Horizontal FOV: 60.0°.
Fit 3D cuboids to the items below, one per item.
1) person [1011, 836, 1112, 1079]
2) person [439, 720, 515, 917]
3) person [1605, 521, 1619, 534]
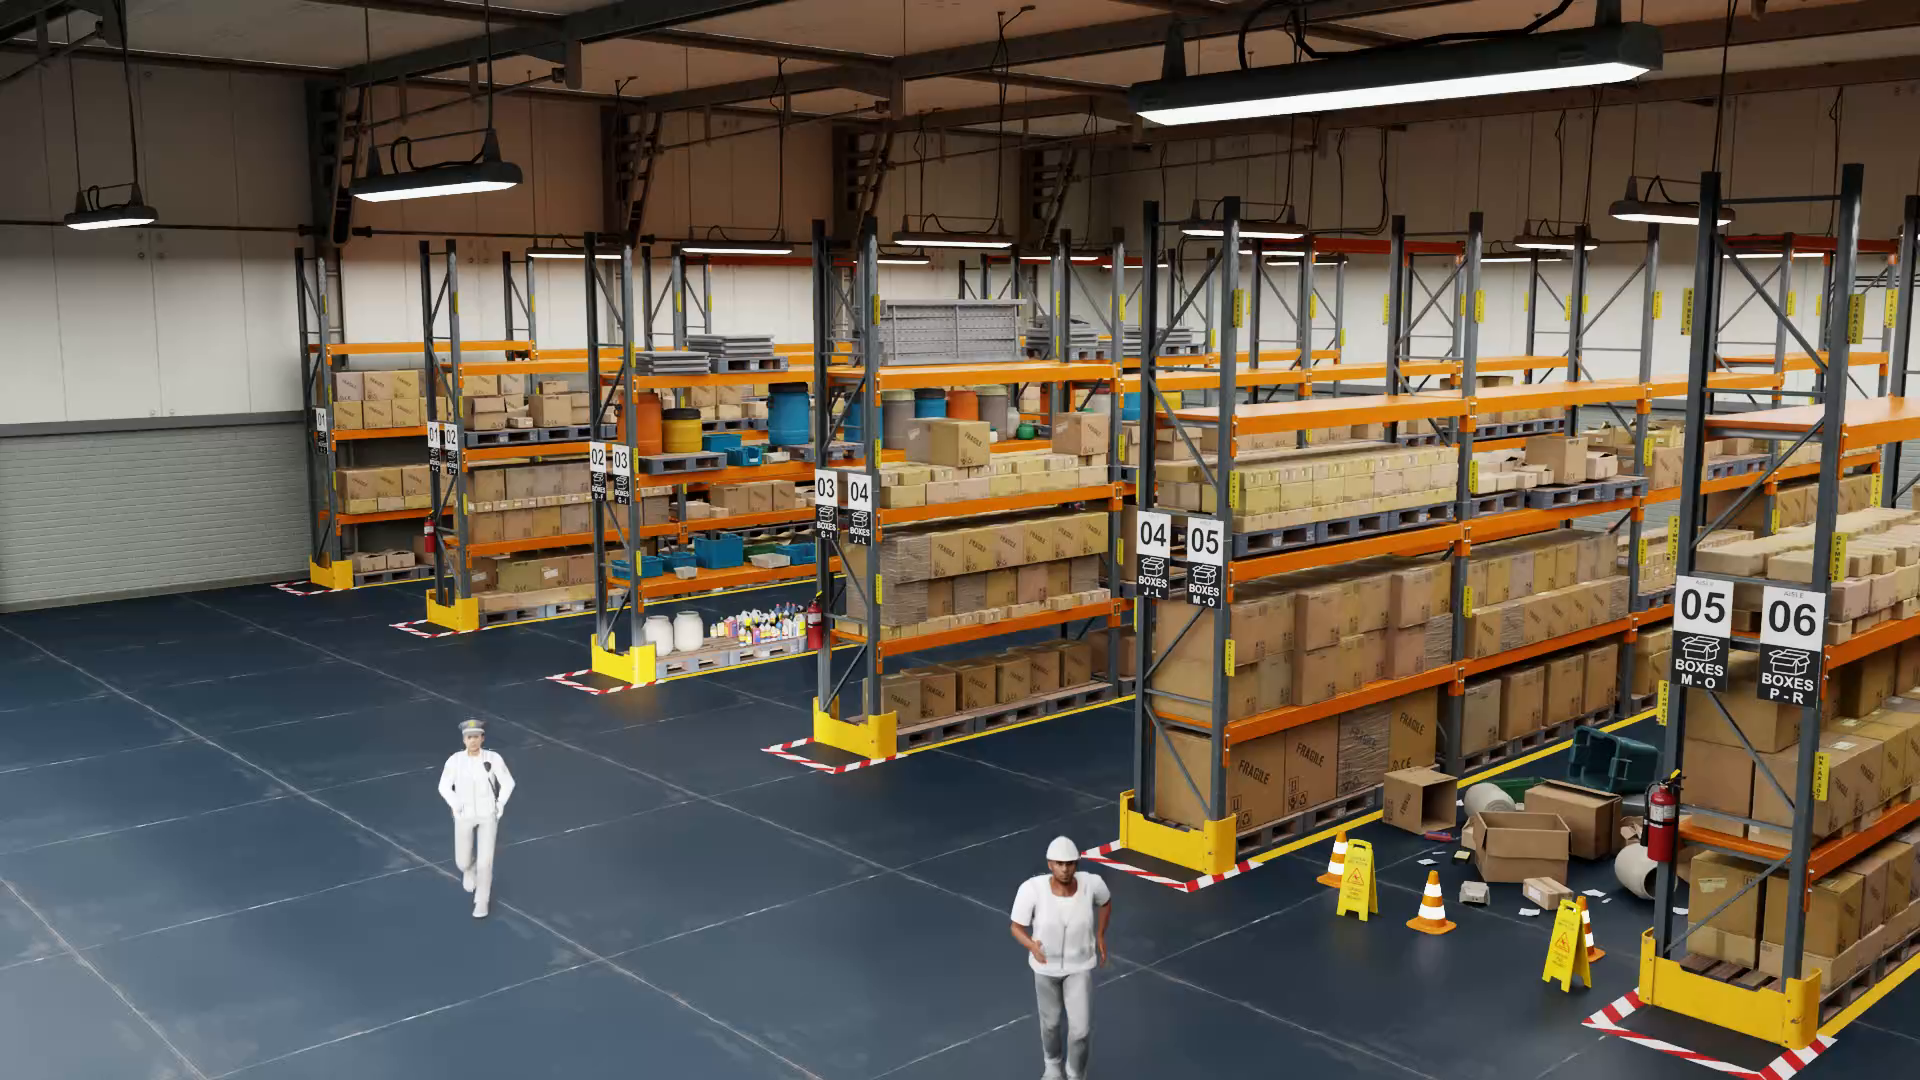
[{"bbox_3d":[0.646,2.764,10.646,0.642,1.803,0.765,1,8,4],"label":"person"},{"bbox_3d":[-4.086,2.308,14.042,0.588,1.643,0.596,-2,9,-13],"label":"person"},{"bbox_3d":[9.744,0.636,24.936,0.866,1.846,0.677,-6,10,-36],"label":"person"}]
